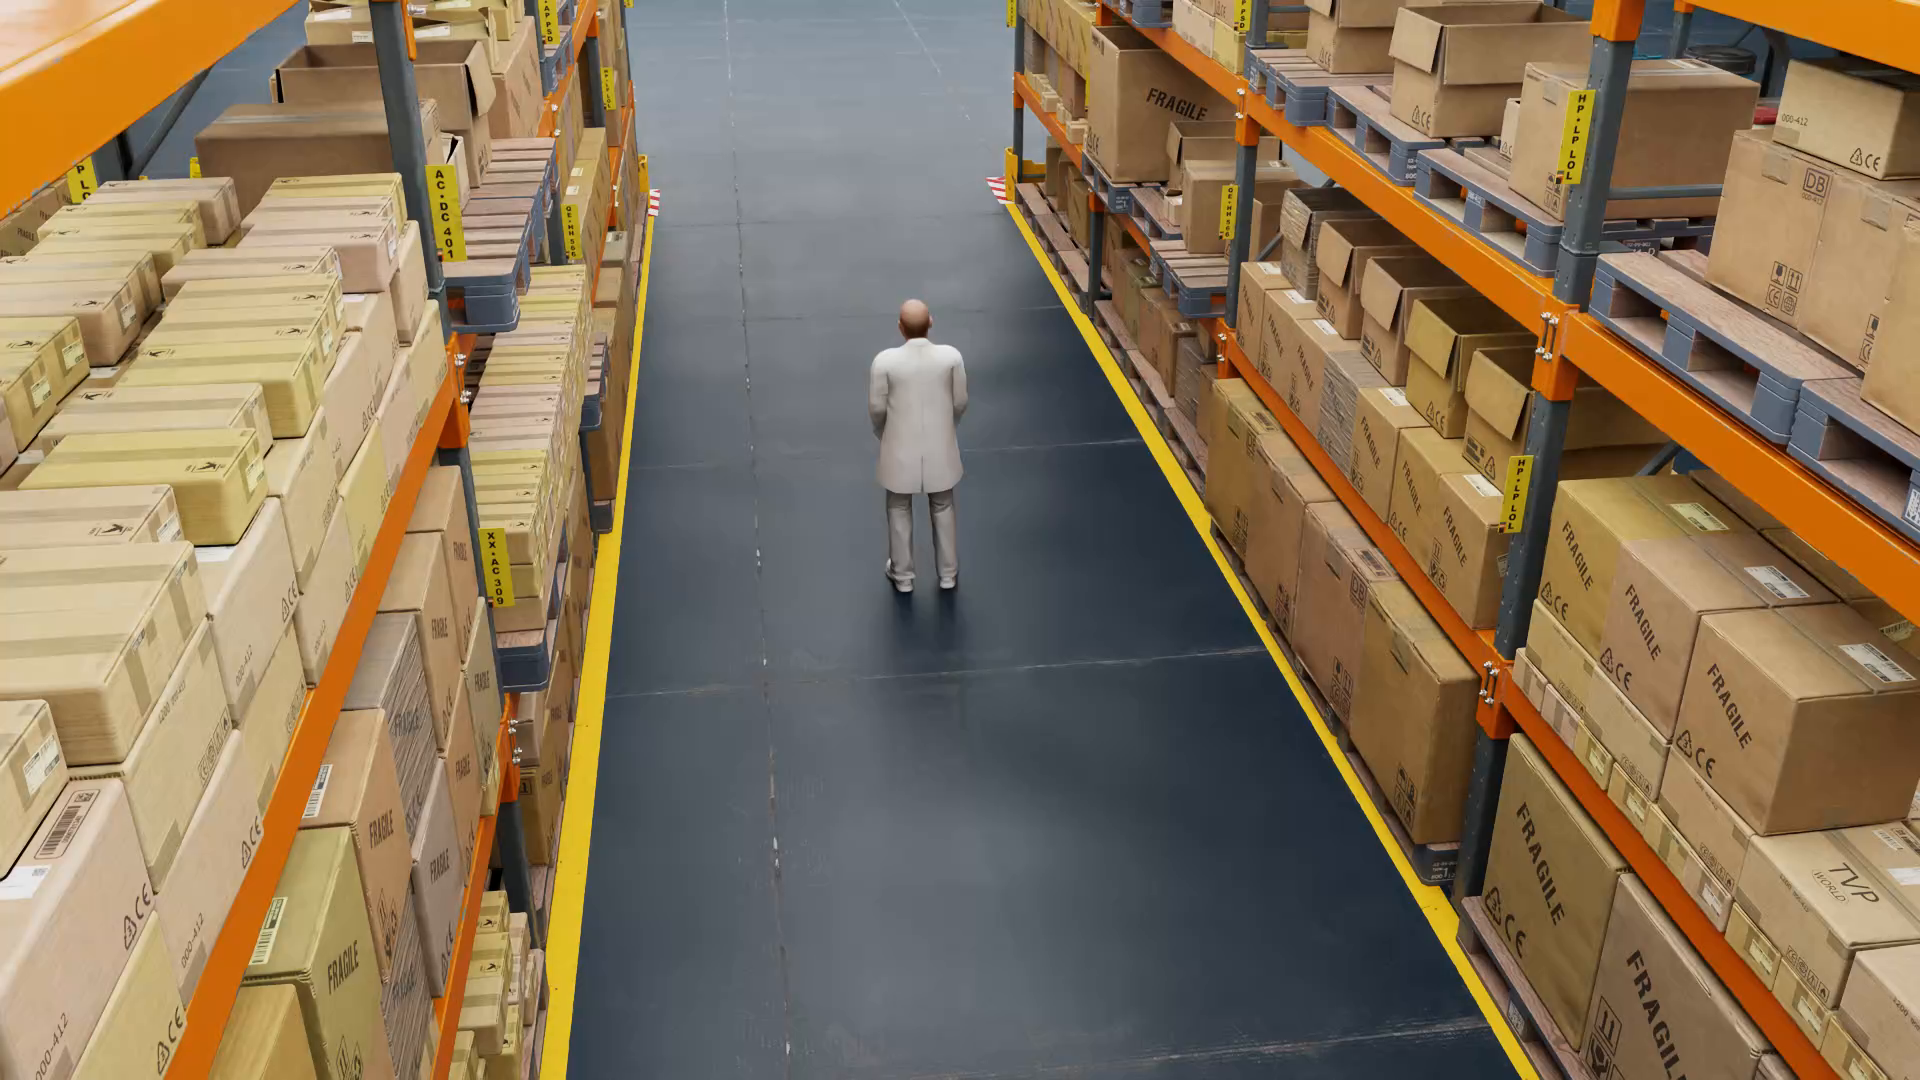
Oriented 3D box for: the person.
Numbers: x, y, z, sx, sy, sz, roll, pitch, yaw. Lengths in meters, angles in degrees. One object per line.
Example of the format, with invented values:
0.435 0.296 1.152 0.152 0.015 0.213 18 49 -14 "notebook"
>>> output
-0.255 -0.548 9.719 0.651 1.774 0.416 -4 27 -8 "person"
